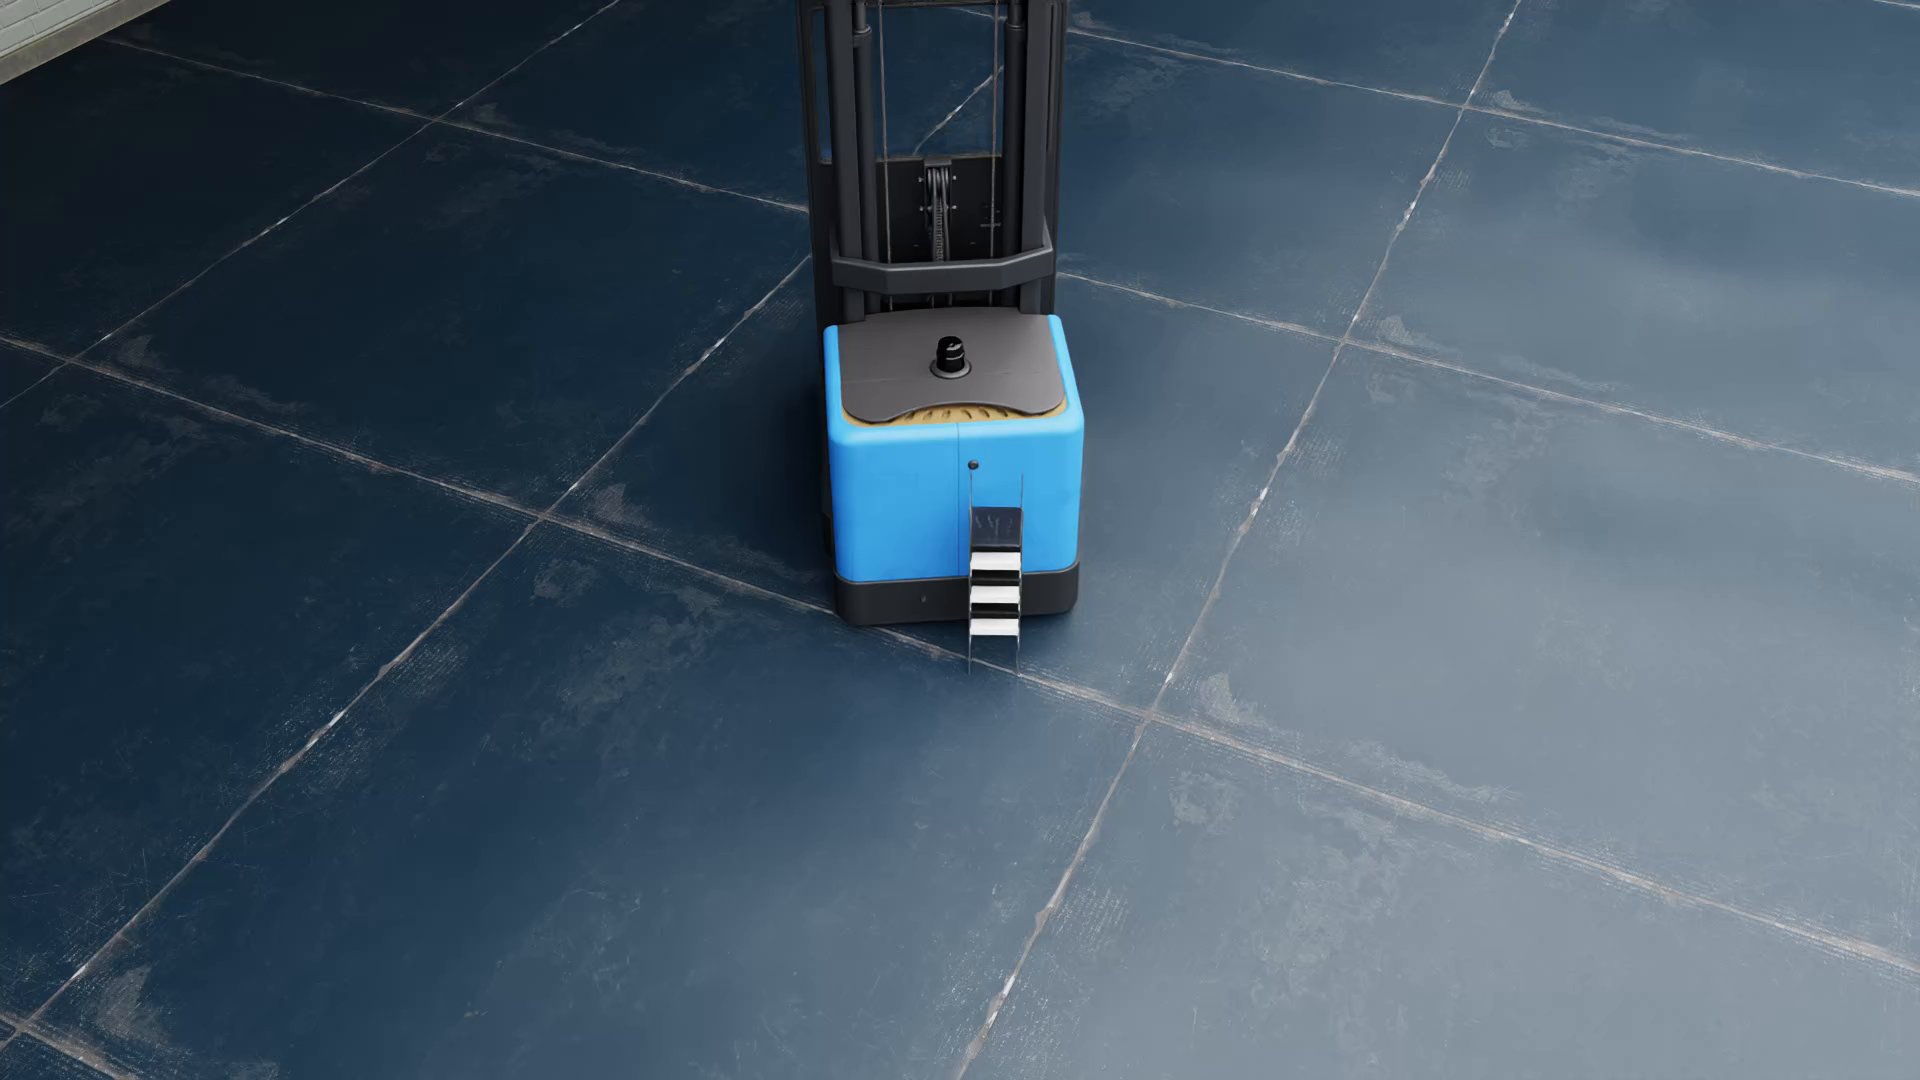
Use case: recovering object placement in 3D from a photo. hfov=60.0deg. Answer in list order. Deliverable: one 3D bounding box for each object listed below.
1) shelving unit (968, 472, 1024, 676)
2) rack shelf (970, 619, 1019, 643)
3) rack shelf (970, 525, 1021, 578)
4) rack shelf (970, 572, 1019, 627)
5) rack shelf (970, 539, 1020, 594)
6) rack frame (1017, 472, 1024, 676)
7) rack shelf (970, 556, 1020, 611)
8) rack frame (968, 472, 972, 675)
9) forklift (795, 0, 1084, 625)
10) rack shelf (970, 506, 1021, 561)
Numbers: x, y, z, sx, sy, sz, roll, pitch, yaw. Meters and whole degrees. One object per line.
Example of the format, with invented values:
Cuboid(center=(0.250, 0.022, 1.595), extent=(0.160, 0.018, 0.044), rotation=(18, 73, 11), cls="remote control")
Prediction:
Cuboid(center=(0.143, 0.150, 6.774), extent=(0.210, 0.900, 0.258), rotation=(1, 41, 1), cls="shelving unit")
Cuboid(center=(0.143, 0.311, 6.913), extent=(0.200, 0.077, 0.258), rotation=(1, 41, 1), cls="rack shelf")
Cuboid(center=(0.143, 0.039, 6.678), extent=(0.200, 0.077, 0.258), rotation=(1, 41, 1), cls="rack shelf")
Cuboid(center=(0.143, 0.243, 6.855), extent=(0.200, 0.077, 0.258), rotation=(1, 41, 1), cls="rack shelf")
Cuboid(center=(0.143, 0.107, 6.737), extent=(0.200, 0.077, 0.258), rotation=(1, 41, 1), cls="rack shelf")
Cuboid(center=(0.244, 0.151, 6.772), extent=(0.006, 0.900, 0.240), rotation=(1, 41, 1), cls="rack frame")
Cuboid(center=(0.143, 0.175, 6.796), extent=(0.200, 0.077, 0.258), rotation=(1, 41, 1), cls="rack shelf")
Cuboid(center=(0.041, 0.149, 6.775), extent=(0.006, 0.900, 0.240), rotation=(1, 41, 1), cls="rack frame")
Cuboid(center=(-0.136, -1.700, 7.358), extent=(1.130, 2.935, 3.031), rotation=(-3, 41, -4), cls="forklift")
Cuboid(center=(0.143, -0.029, 6.619), extent=(0.200, 0.077, 0.258), rotation=(1, 41, 1), cls="rack shelf")
